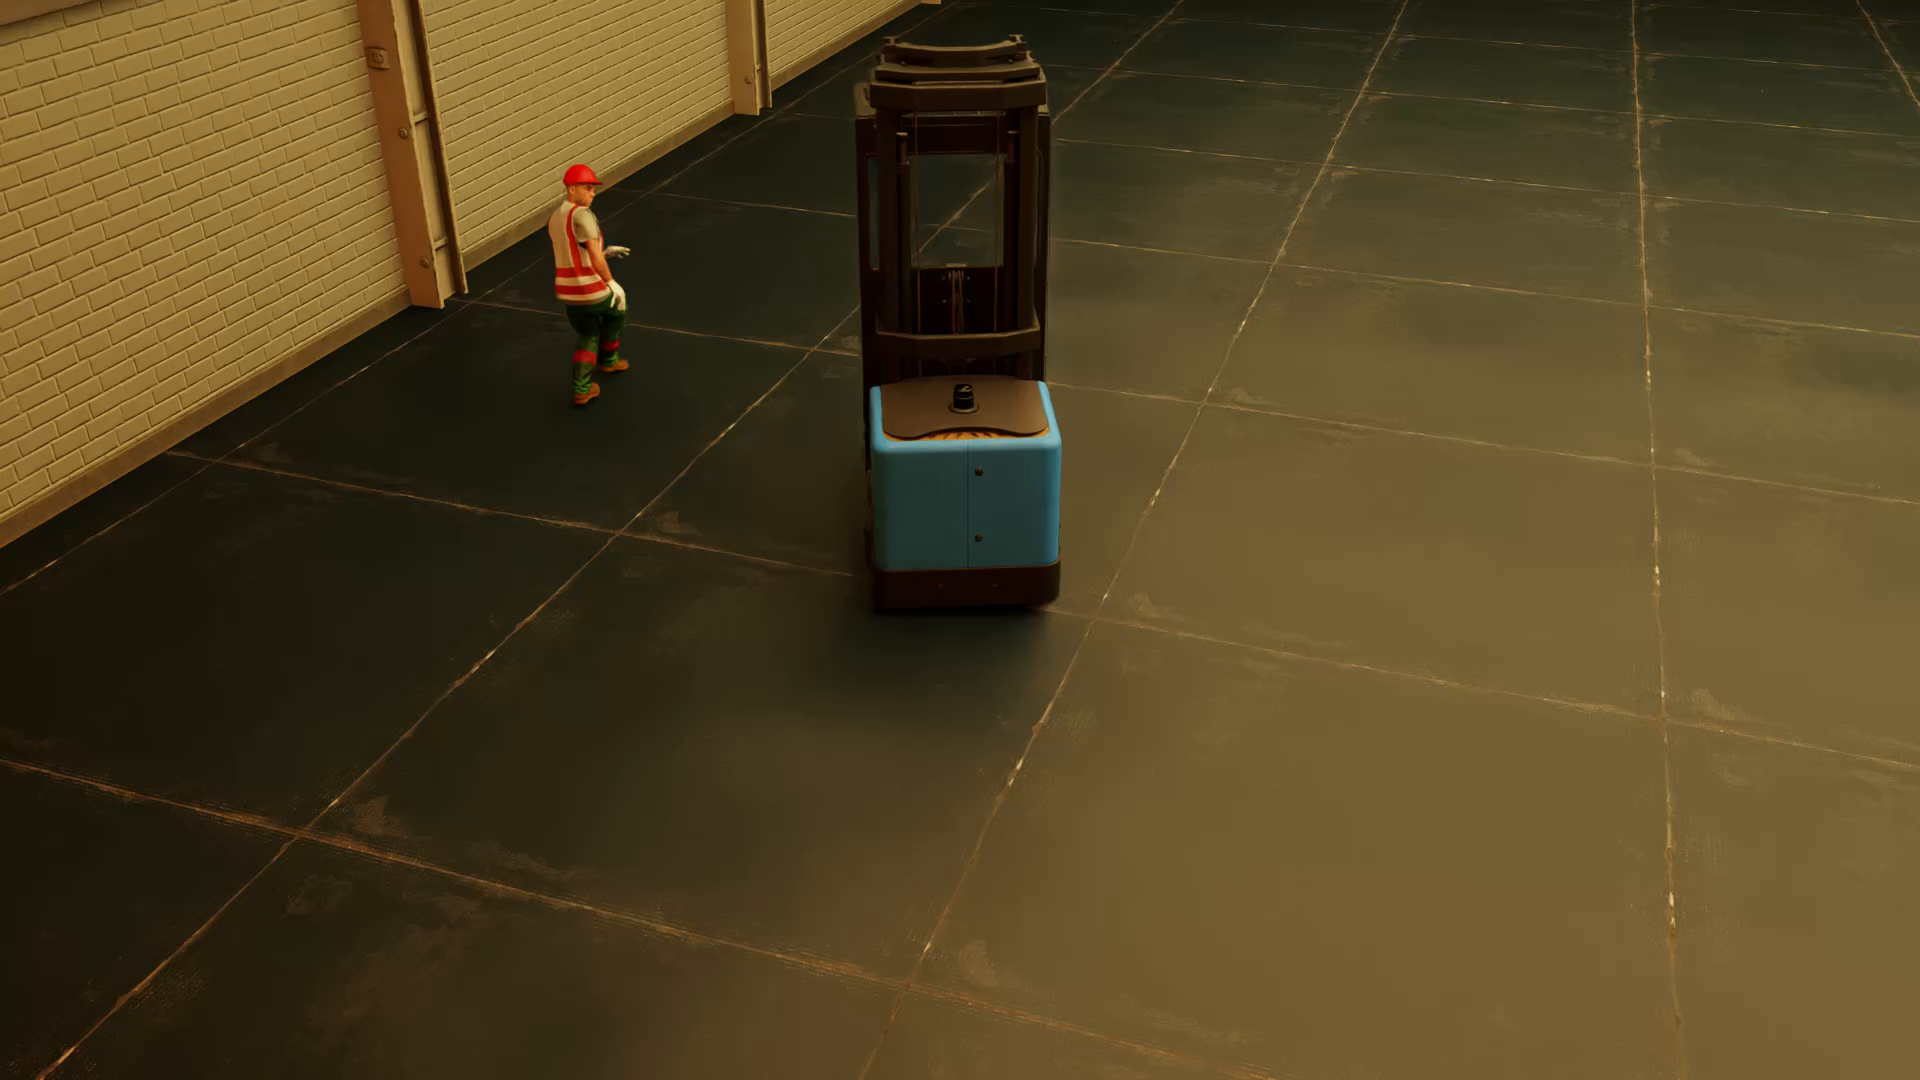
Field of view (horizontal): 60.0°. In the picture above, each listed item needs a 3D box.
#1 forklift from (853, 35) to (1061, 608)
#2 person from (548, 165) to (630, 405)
[{"bbox_3d":[-0.057,-1.592,9.928,1.130,2.935,3.031,-2,30,-3],"label":"forklift"},{"bbox_3d":[-2.468,-1.805,11.626,0.792,1.616,0.802,14,33,23],"label":"person"}]
